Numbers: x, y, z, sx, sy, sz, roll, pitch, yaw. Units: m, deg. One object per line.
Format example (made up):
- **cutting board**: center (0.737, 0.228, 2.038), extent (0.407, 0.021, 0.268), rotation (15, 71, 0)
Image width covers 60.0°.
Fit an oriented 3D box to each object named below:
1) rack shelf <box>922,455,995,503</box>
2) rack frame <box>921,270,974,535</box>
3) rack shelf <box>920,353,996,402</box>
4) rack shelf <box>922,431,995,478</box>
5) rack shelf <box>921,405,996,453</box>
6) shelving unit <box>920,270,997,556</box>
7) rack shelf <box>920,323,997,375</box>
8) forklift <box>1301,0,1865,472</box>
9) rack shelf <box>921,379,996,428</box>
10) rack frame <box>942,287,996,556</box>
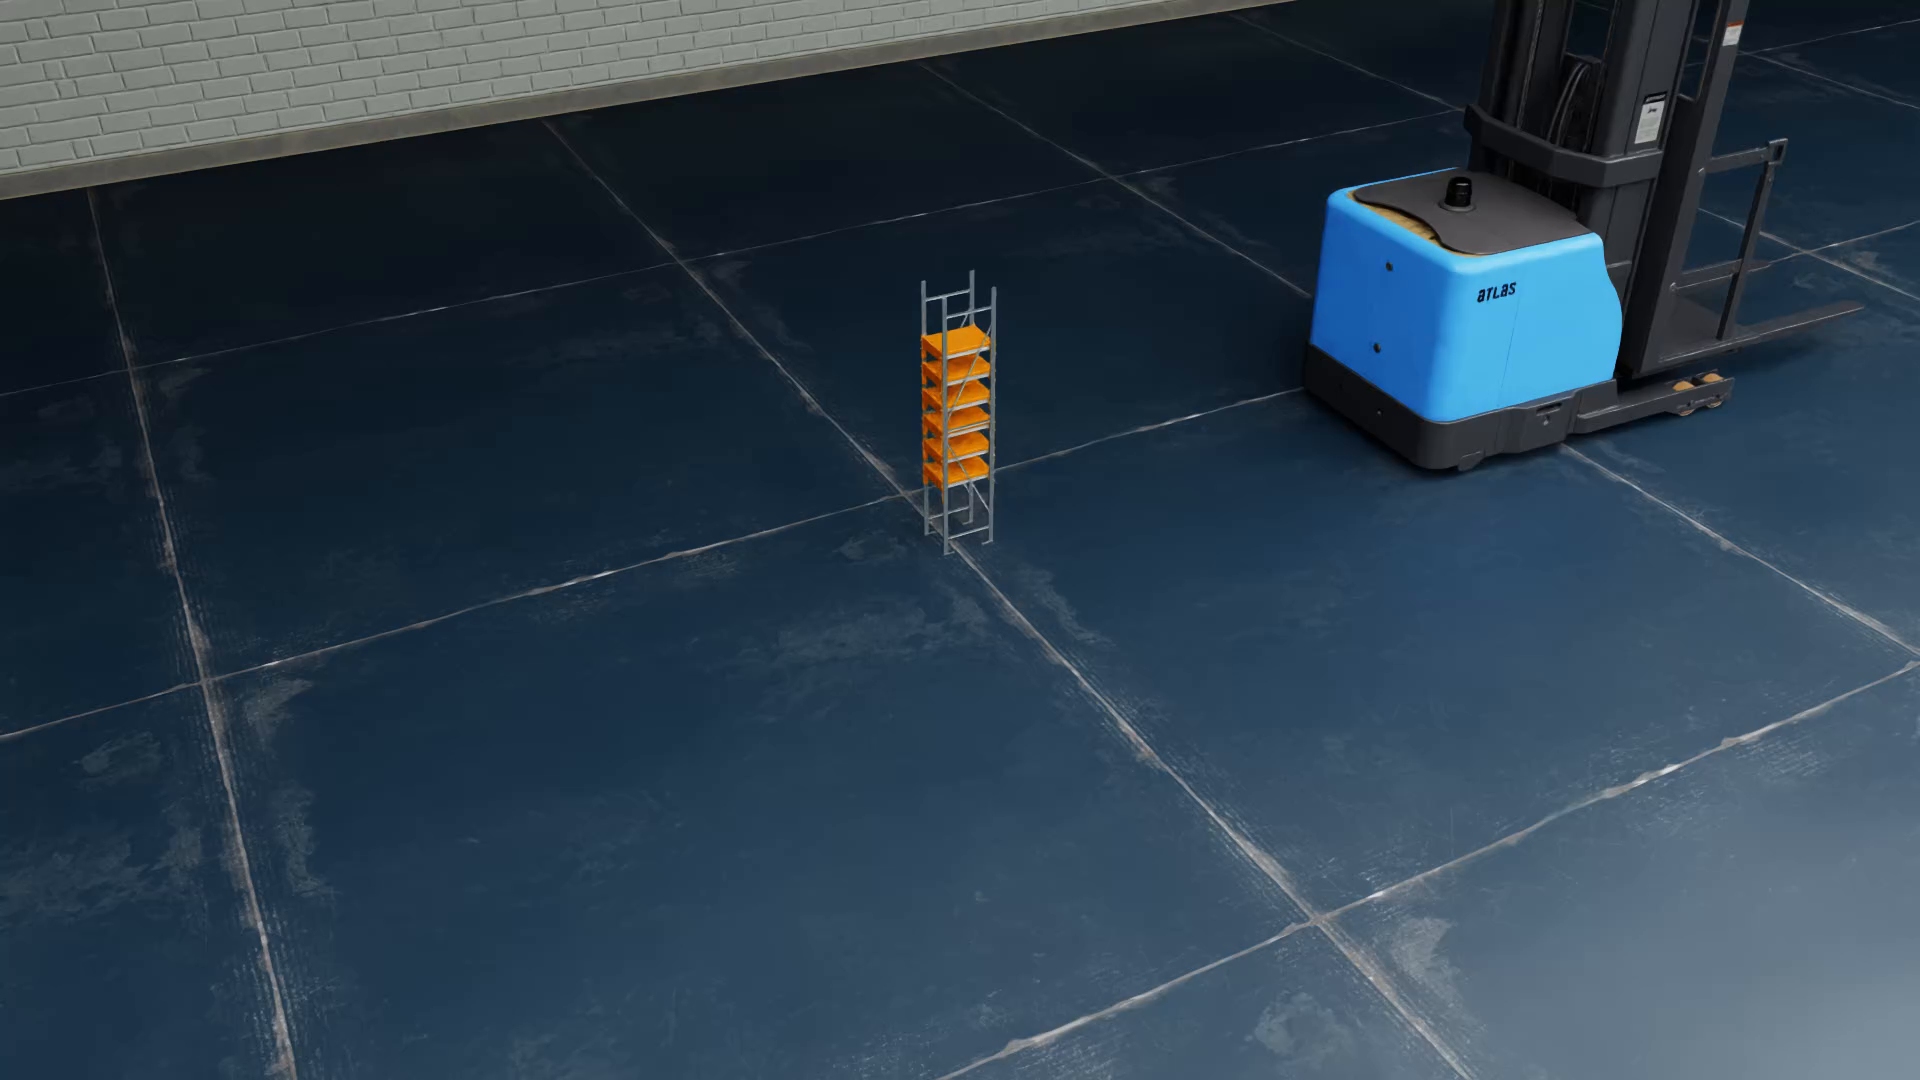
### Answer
- **rack shelf**: center (-0.007, -0.273, 7.091), extent (0.258, 0.103, 0.180), rotation (-16, 36, -23)
- **rack frame**: center (-0.049, -0.556, 7.005), extent (0.240, 1.200, 0.006), rotation (-16, 36, -23)
- **rack shelf**: center (-0.007, -0.677, 6.832), extent (0.258, 0.103, 0.180), rotation (-16, 36, -23)
- **rack shelf**: center (-0.007, -0.374, 7.026), extent (0.258, 0.103, 0.180), rotation (-16, 36, -23)
- **rack shelf**: center (-0.007, -0.475, 6.961), extent (0.258, 0.103, 0.180), rotation (-16, 36, -23)
- **shelving unit**: center (-0.007, -0.512, 6.937), extent (0.258, 1.200, 0.189), rotation (-16, 36, -23)
- **rack shelf**: center (-0.007, -0.778, 6.767), extent (0.258, 0.103, 0.180), rotation (-16, 36, -23)
- **forklift**: center (3.268, -2.088, 7.792), extent (3.031, 2.935, 1.130), rotation (-15, 35, -22)
- **rack shelf**: center (-0.007, -0.576, 6.896), extent (0.258, 0.103, 0.180), rotation (-16, 36, -23)
- **rack frame**: center (0.036, -0.468, 6.869), extent (0.240, 1.200, 0.006), rotation (-16, 36, -23)
